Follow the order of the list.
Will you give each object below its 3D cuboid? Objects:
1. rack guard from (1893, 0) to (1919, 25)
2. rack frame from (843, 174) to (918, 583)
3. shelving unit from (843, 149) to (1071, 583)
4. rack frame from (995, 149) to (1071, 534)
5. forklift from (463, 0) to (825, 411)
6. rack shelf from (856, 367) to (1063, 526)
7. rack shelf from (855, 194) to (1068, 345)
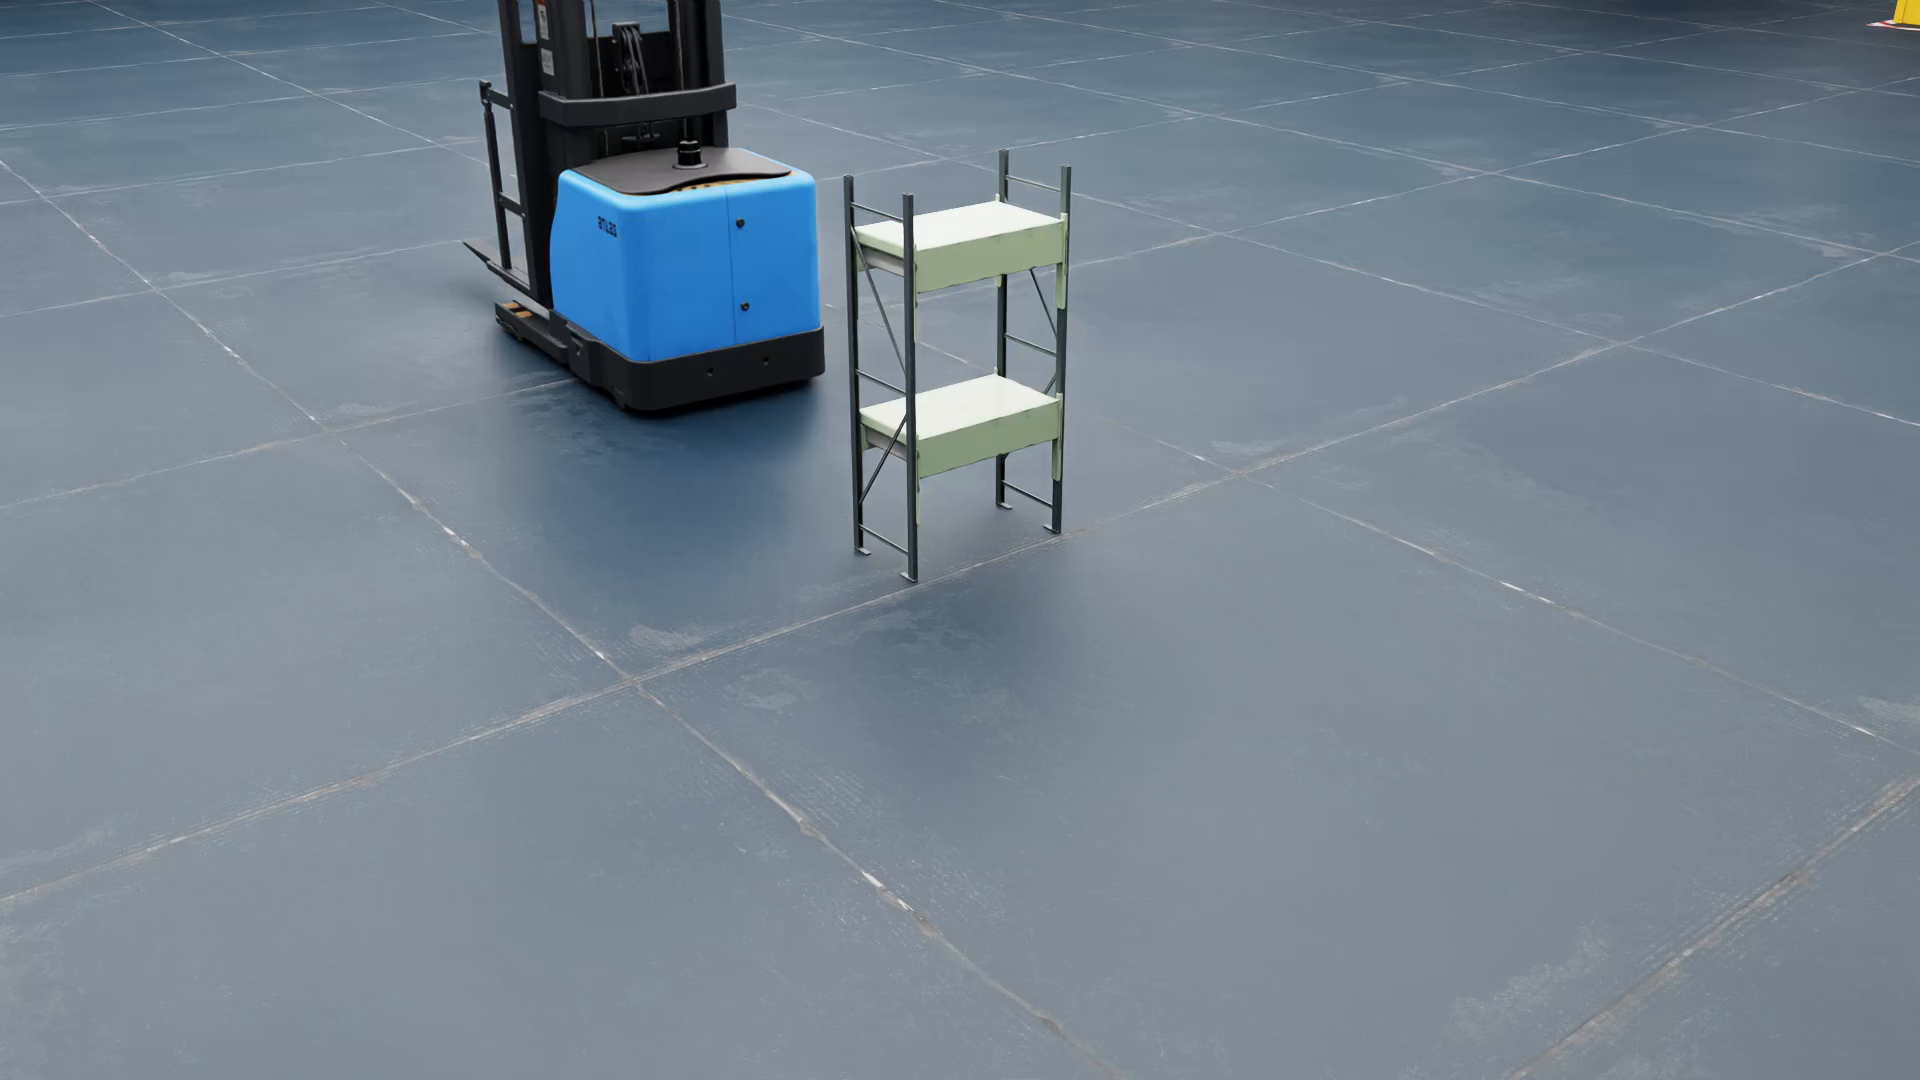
[{"bbox_3d":[11.984,-6.469,20.094,0.348,0.500,1.175,-18,31,-34],"label":"rack guard"},{"bbox_3d":[-0.293,-0.583,6.226,0.023,1.500,0.400,-18,31,-34],"label":"rack frame"},{"bbox_3d":[-0.005,-0.679,6.431,0.755,1.500,0.431,-18,31,-34],"label":"shelving unit"},{"bbox_3d":[0.283,-0.774,6.635,0.023,1.500,0.400,-18,31,-34],"label":"rack frame"},{"bbox_3d":[-1.921,-2.513,8.684,1.130,2.935,3.031,-16,29,-30],"label":"forklift"},{"bbox_3d":[-0.005,-0.383,6.568,0.720,0.370,0.431,-18,31,-34],"label":"rack shelf"},{"bbox_3d":[-0.005,-1.033,6.266,0.720,0.370,0.431,-18,31,-34],"label":"rack shelf"}]
